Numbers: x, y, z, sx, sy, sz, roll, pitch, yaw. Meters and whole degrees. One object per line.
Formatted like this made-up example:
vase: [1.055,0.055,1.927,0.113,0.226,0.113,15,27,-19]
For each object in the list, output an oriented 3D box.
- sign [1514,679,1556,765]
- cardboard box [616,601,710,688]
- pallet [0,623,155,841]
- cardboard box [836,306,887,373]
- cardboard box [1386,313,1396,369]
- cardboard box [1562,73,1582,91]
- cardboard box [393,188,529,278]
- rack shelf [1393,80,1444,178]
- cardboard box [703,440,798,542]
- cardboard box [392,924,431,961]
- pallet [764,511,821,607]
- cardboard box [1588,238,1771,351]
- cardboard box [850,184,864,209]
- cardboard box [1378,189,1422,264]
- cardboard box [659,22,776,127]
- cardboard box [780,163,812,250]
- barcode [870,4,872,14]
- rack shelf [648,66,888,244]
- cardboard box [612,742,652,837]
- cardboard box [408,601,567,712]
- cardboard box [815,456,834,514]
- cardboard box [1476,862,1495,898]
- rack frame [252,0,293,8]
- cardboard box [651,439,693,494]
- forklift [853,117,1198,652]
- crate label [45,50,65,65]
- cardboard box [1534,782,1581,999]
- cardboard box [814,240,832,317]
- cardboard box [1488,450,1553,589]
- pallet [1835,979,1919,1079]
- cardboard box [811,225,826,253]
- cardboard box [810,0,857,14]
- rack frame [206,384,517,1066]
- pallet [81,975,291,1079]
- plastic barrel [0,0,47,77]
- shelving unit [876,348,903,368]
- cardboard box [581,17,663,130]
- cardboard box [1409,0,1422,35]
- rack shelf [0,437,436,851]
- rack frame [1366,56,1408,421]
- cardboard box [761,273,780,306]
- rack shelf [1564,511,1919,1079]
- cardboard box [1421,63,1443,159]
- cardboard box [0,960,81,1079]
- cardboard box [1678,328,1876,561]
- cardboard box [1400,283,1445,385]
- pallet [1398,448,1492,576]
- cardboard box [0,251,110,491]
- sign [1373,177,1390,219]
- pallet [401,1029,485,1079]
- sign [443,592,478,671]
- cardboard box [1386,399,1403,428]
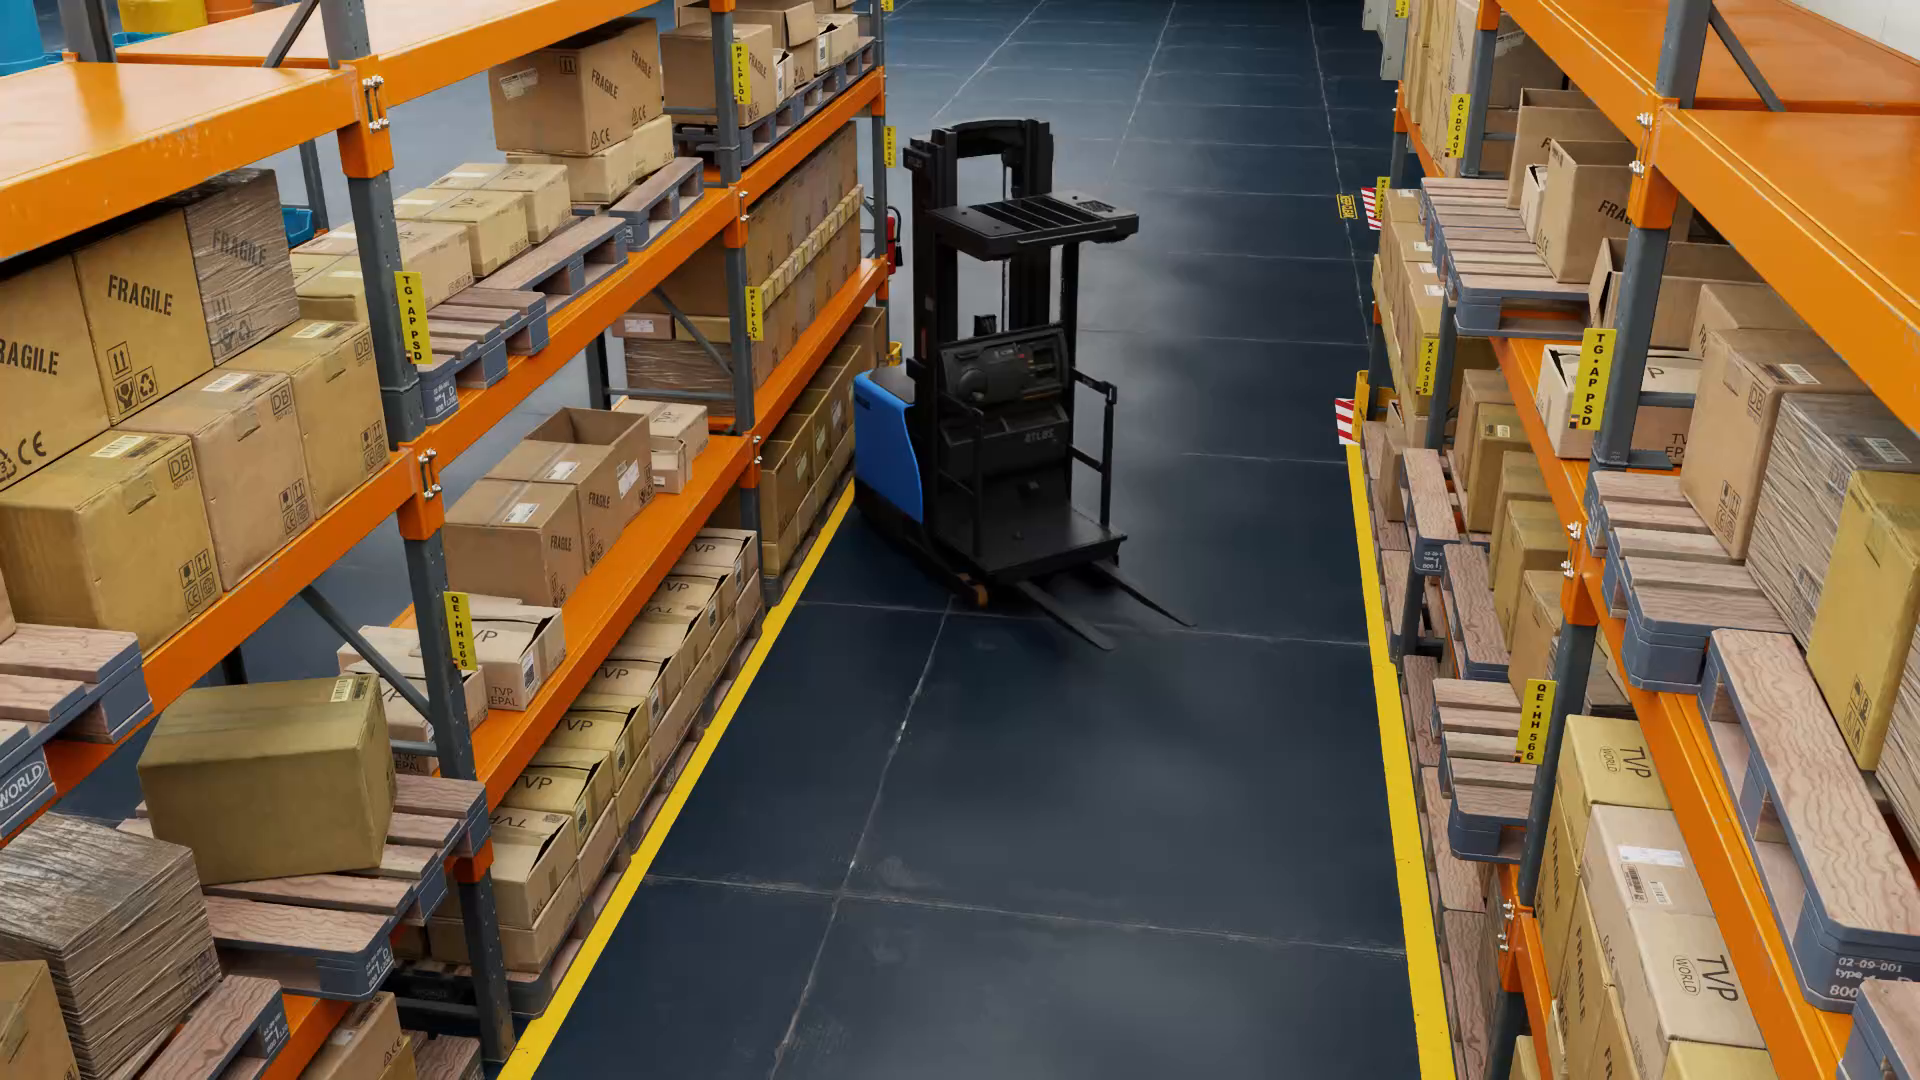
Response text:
sign: [1.947,0.617,5.622,0.100,0.325,0.005,4,25,9]
cardboard box: [-1.696,0.541,9.142,0.500,0.311,0.500,4,25,8]
pallet: [-2.715,0.495,3.838,1.213,0.211,1.003,4,25,9]
cardboard box: [-0.890,-1.588,13.469,0.500,0.500,0.500,4,25,9]
cardboard box: [3.154,-1.324,11.194,0.500,0.250,0.500,4,25,9]
cardboard box: [3.500,-2.585,8.875,0.500,0.500,0.500,5,25,10]
cardboard box: [-2.213,-1.336,7.210,0.500,0.250,0.500,4,25,7]
rack shelf: [3.465,-2.403,10.657,1.077,0.370,4.000,4,25,9]
cardboard box: [-1.365,-0.333,10.786,0.500,0.500,0.500,4,25,9]
cardboard box: [-2.558,1.615,7.509,0.500,0.250,0.500,5,25,10]
pallet: [-1.579,0.057,11.378,1.003,0.211,1.213,4,25,9]
cardboard box: [2.787,-0.811,6.261,0.797,0.503,0.637,8,26,16]
cardboard box: [-0.971,-2.715,13.129,0.380,0.149,0.250,4,25,8]
cardboard box: [3.417,-2.309,12.414,0.500,0.500,0.500,4,25,9]
cardboard box: [-1.408,-2.726,9.718,0.500,0.500,0.500,6,26,13]
cardboard box: [-1.438,-2.324,11.529,0.700,0.500,0.500,4,25,9]
barcode: [-0.670,-4.011,12.557,0.001,0.075,0.075,4,25,9]
rack shelf: [-1.423,-2.745,11.387,1.077,0.370,4.000,4,25,9]
cardboard box: [-1.868,1.225,8.342,0.500,0.250,0.500,3,25,7]
cardboard box: [-2.067,0.477,7.298,0.500,0.311,0.500,4,25,8]
cardboard box: [-1.202,-0.411,11.838,0.500,0.250,0.500,4,25,9]
cardboard box: [2.802,1.350,7.758,0.700,0.500,0.500,4,25,8]
rack frame: [-5.982,-5.611,13.122,1.000,3.000,0.127,4,25,9]
cardboard box: [-1.713,-0.435,9.299,0.396,0.266,0.258,3,25,7]
forklift: [0.405,-1.097,10.635,1.130,2.935,3.031,-14,28,-27]
crate label: [-6.614,-3.425,12.166,0.502,0.251,0.408,4,25,9]
cardboard box: [2.152,1.135,5.294,0.500,0.500,0.500,5,26,10]
cardboard box: [-1.353,-1.972,12.308,0.700,0.500,0.500,4,25,9]
cardboard box: [2.846,-0.057,7.698,0.700,0.500,0.500,8,26,16]
pallet: [1.931,1.153,2.436,0.805,0.209,1.217,3,25,6]
cardboard box: [-1.181,-2.173,11.971,0.380,0.149,0.250,5,25,10]
cardboard box: [-1.194,-3.968,12.368,0.797,0.503,0.637,6,26,12]
rack frame: [-2.404,0.797,6.509,1.000,3.000,0.127,4,25,9]
pallet: [-2.717,1.698,4.811,1.003,0.211,1.213,4,25,9]
plastic barrel: [-6.368,-3.405,10.862,0.600,0.901,0.708,4,25,9]
shelving unit: [-0.465,-0.872,12.356,0.215,1.050,0.252,-9,23,-19]
cardboard box: [-1.890,-2.441,8.686,0.500,0.500,0.500,4,25,9]
cardboard box: [3.357,-3.722,11.305,0.500,0.500,0.500,4,25,8]
rack shelf: [-2.731,0.601,4.238,1.077,0.370,4.000,4,25,9]
rack frame: [3.791,-2.207,12.927,1.000,3.000,0.127,4,25,9]
cardboard box: [-1.392,-1.637,10.825,0.380,0.149,0.250,4,25,8]
rack shelf: [2.157,0.942,3.509,1.077,0.370,4.000,4,25,9]
cardboard box: [3.125,-2.620,10.130,0.500,0.500,0.500,3,25,6]
cardboard box: [-2.830,1.491,4.412,0.700,0.500,0.500,-2,25,-5]
cardboard box: [2.463,-0.261,4.595,0.700,0.500,0.500,2,25,4]
cardboard box: [2.986,-1.243,10.137,0.500,0.500,0.500,4,25,8]
pallet: [2.869,-0.138,8.732,1.003,0.211,1.213,4,25,9]
cardboard box: [-2.648,-0.451,4.340,0.500,0.500,0.500,4,25,9]
sign: [3.256,-2.637,12.824,0.100,0.325,0.005,4,25,9]
pallet: [-2.563,2.370,6.439,1.003,0.211,1.213,4,25,9]
sign: [-1.867,0.342,6.208,0.100,0.325,0.005,4,25,9]
cardboard box: [3.590,-0.906,12.799,0.500,0.311,0.500,1,25,3]
